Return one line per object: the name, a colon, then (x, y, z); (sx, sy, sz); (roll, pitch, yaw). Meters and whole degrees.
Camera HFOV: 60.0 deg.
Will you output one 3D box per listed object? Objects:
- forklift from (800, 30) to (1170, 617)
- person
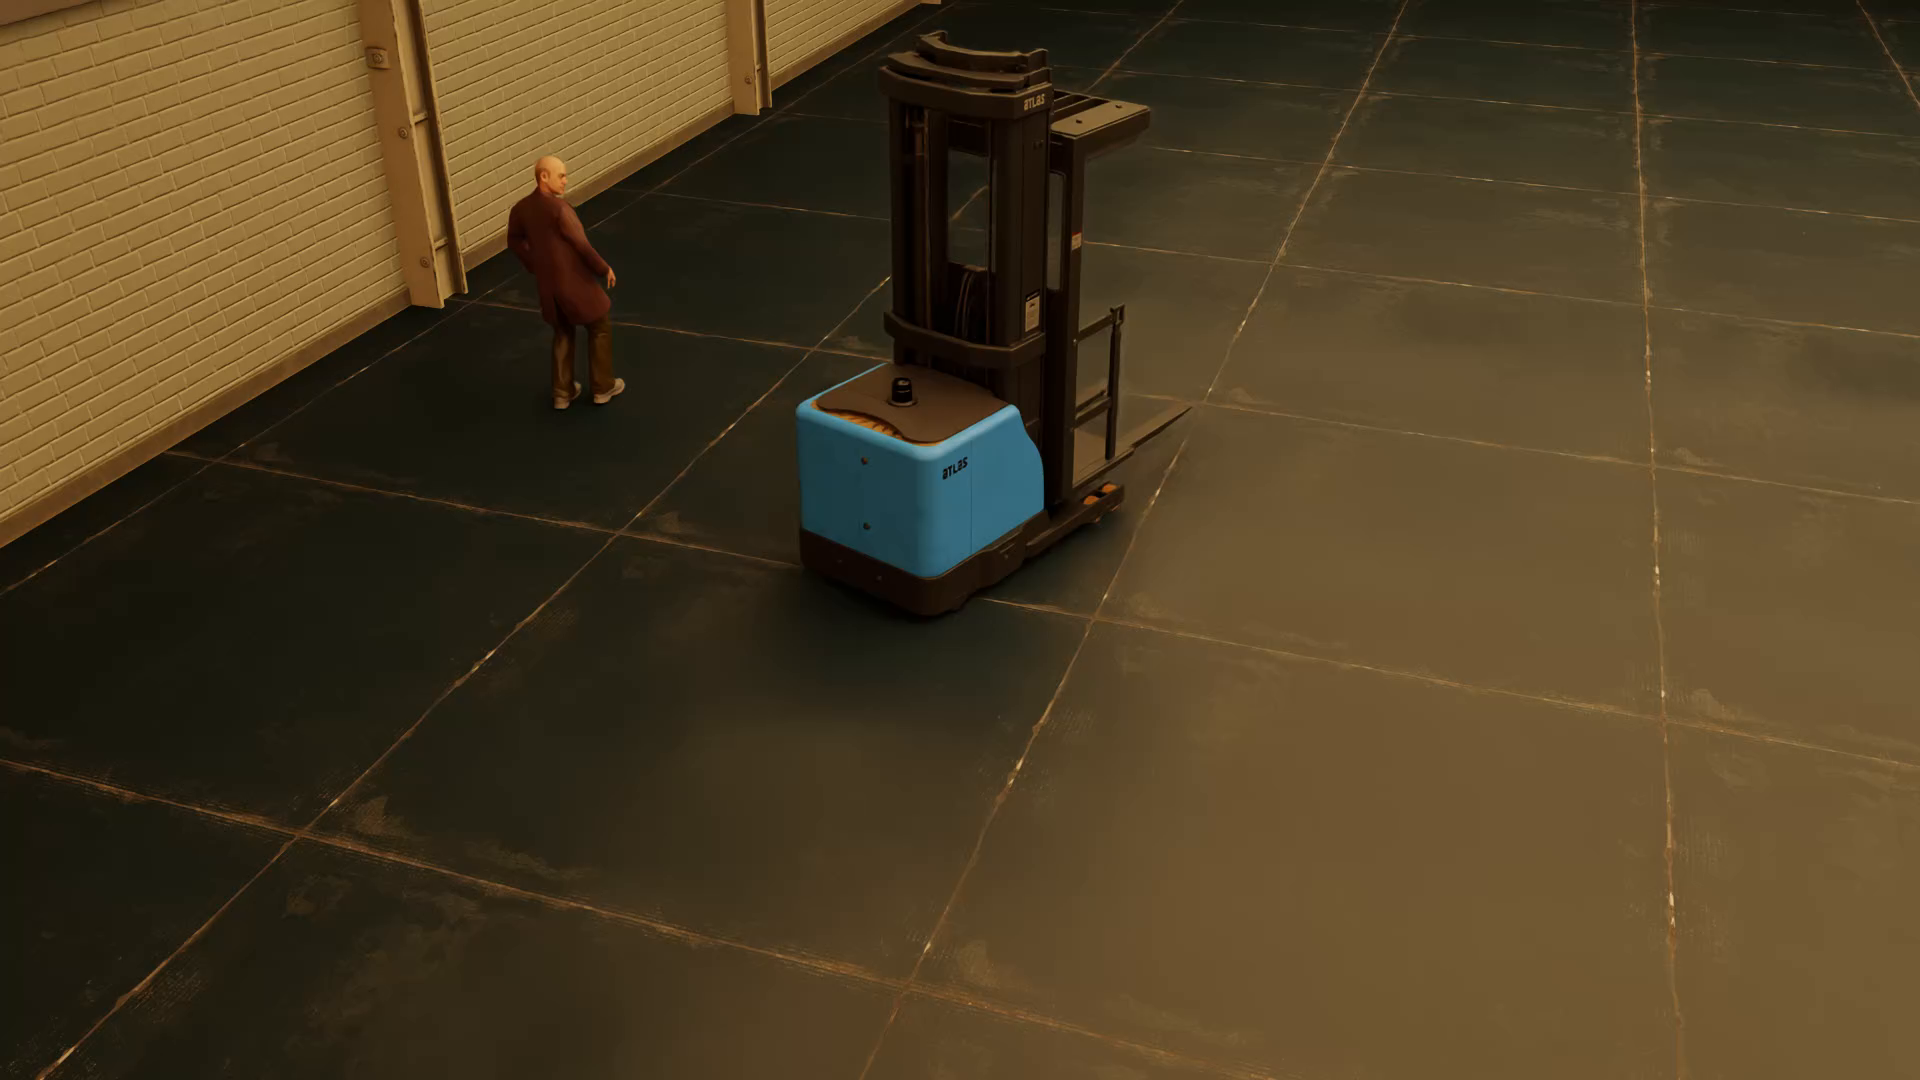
forklift: (0.328, -1.532, 9.824); (1.130, 2.935, 3.031); (18, 34, 29)
person: (-2.703, -1.787, 11.470); (0.794, 1.752, 0.555); (14, 32, 22)
